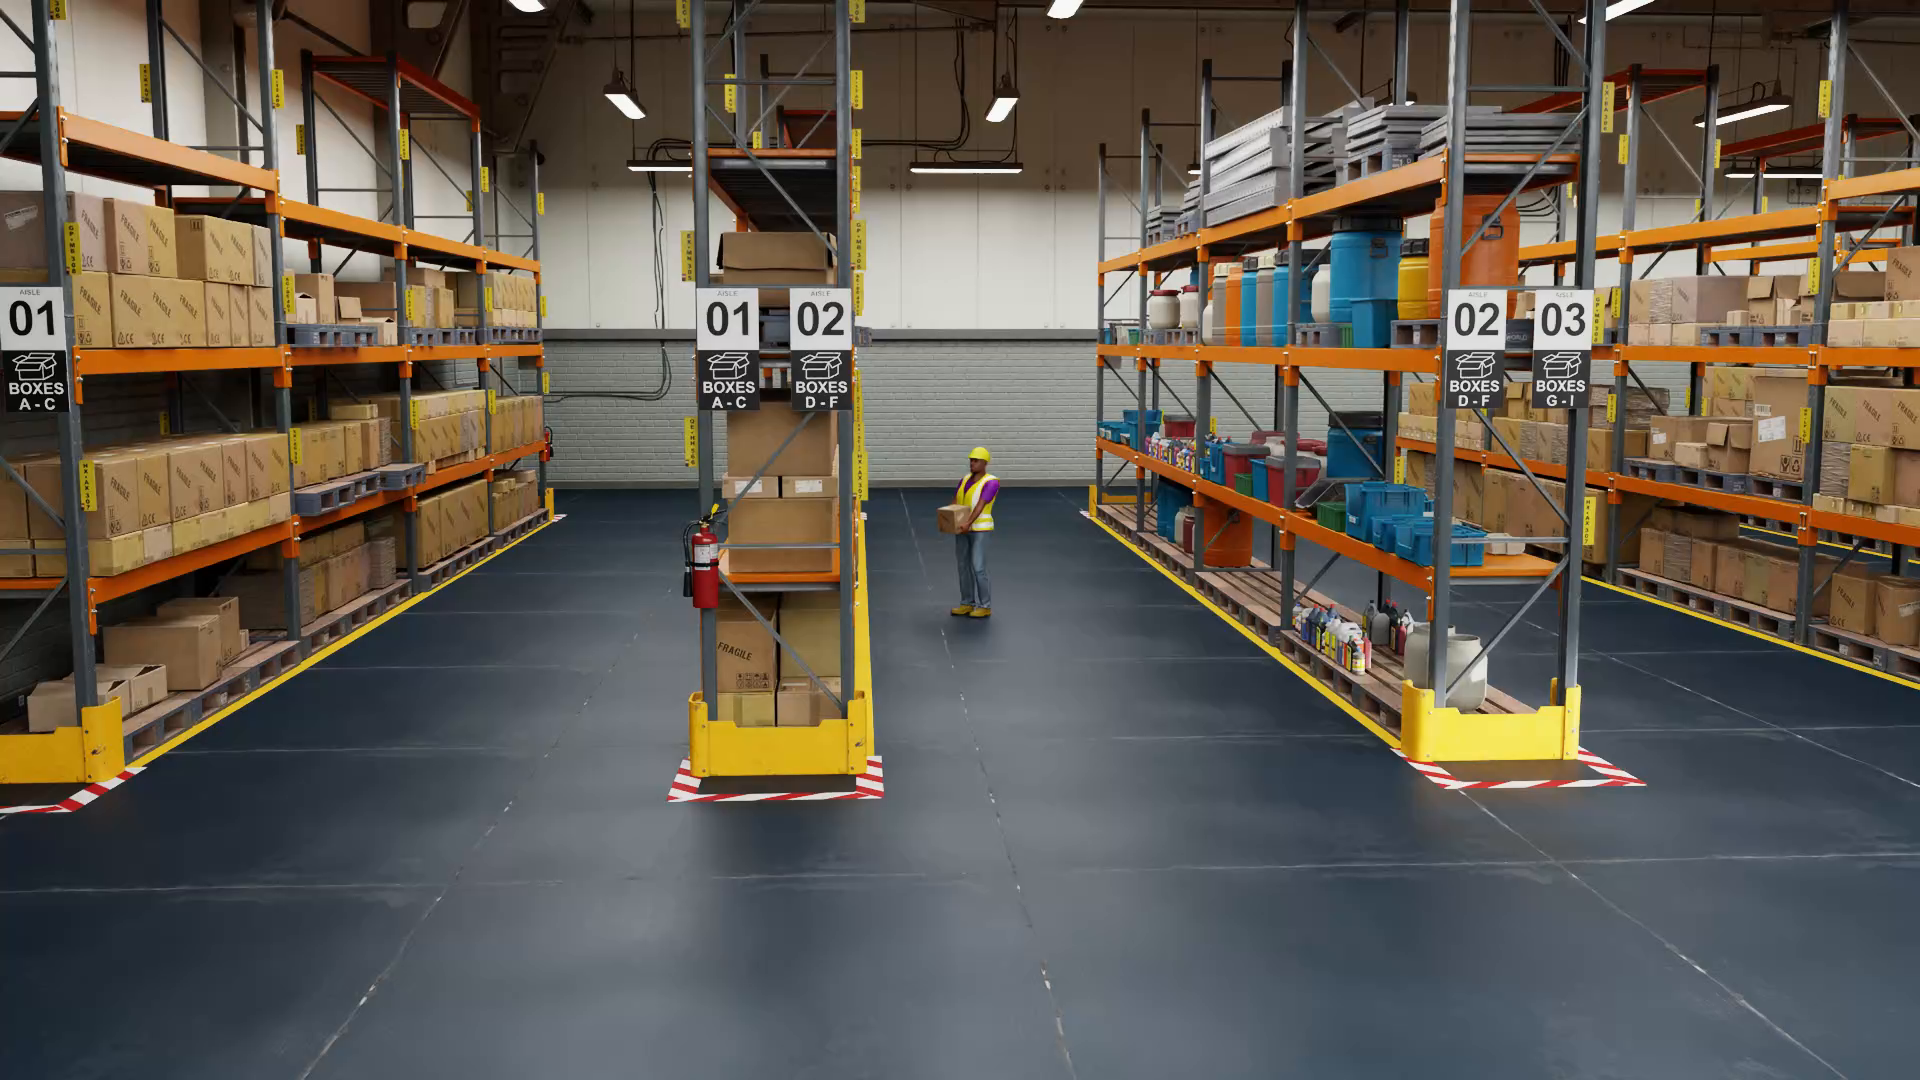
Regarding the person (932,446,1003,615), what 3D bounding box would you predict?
[{"bbox_3d":[0.104,-0.096,17.372,0.636,1.767,0.577,7,9,44],"label":"person"}]
